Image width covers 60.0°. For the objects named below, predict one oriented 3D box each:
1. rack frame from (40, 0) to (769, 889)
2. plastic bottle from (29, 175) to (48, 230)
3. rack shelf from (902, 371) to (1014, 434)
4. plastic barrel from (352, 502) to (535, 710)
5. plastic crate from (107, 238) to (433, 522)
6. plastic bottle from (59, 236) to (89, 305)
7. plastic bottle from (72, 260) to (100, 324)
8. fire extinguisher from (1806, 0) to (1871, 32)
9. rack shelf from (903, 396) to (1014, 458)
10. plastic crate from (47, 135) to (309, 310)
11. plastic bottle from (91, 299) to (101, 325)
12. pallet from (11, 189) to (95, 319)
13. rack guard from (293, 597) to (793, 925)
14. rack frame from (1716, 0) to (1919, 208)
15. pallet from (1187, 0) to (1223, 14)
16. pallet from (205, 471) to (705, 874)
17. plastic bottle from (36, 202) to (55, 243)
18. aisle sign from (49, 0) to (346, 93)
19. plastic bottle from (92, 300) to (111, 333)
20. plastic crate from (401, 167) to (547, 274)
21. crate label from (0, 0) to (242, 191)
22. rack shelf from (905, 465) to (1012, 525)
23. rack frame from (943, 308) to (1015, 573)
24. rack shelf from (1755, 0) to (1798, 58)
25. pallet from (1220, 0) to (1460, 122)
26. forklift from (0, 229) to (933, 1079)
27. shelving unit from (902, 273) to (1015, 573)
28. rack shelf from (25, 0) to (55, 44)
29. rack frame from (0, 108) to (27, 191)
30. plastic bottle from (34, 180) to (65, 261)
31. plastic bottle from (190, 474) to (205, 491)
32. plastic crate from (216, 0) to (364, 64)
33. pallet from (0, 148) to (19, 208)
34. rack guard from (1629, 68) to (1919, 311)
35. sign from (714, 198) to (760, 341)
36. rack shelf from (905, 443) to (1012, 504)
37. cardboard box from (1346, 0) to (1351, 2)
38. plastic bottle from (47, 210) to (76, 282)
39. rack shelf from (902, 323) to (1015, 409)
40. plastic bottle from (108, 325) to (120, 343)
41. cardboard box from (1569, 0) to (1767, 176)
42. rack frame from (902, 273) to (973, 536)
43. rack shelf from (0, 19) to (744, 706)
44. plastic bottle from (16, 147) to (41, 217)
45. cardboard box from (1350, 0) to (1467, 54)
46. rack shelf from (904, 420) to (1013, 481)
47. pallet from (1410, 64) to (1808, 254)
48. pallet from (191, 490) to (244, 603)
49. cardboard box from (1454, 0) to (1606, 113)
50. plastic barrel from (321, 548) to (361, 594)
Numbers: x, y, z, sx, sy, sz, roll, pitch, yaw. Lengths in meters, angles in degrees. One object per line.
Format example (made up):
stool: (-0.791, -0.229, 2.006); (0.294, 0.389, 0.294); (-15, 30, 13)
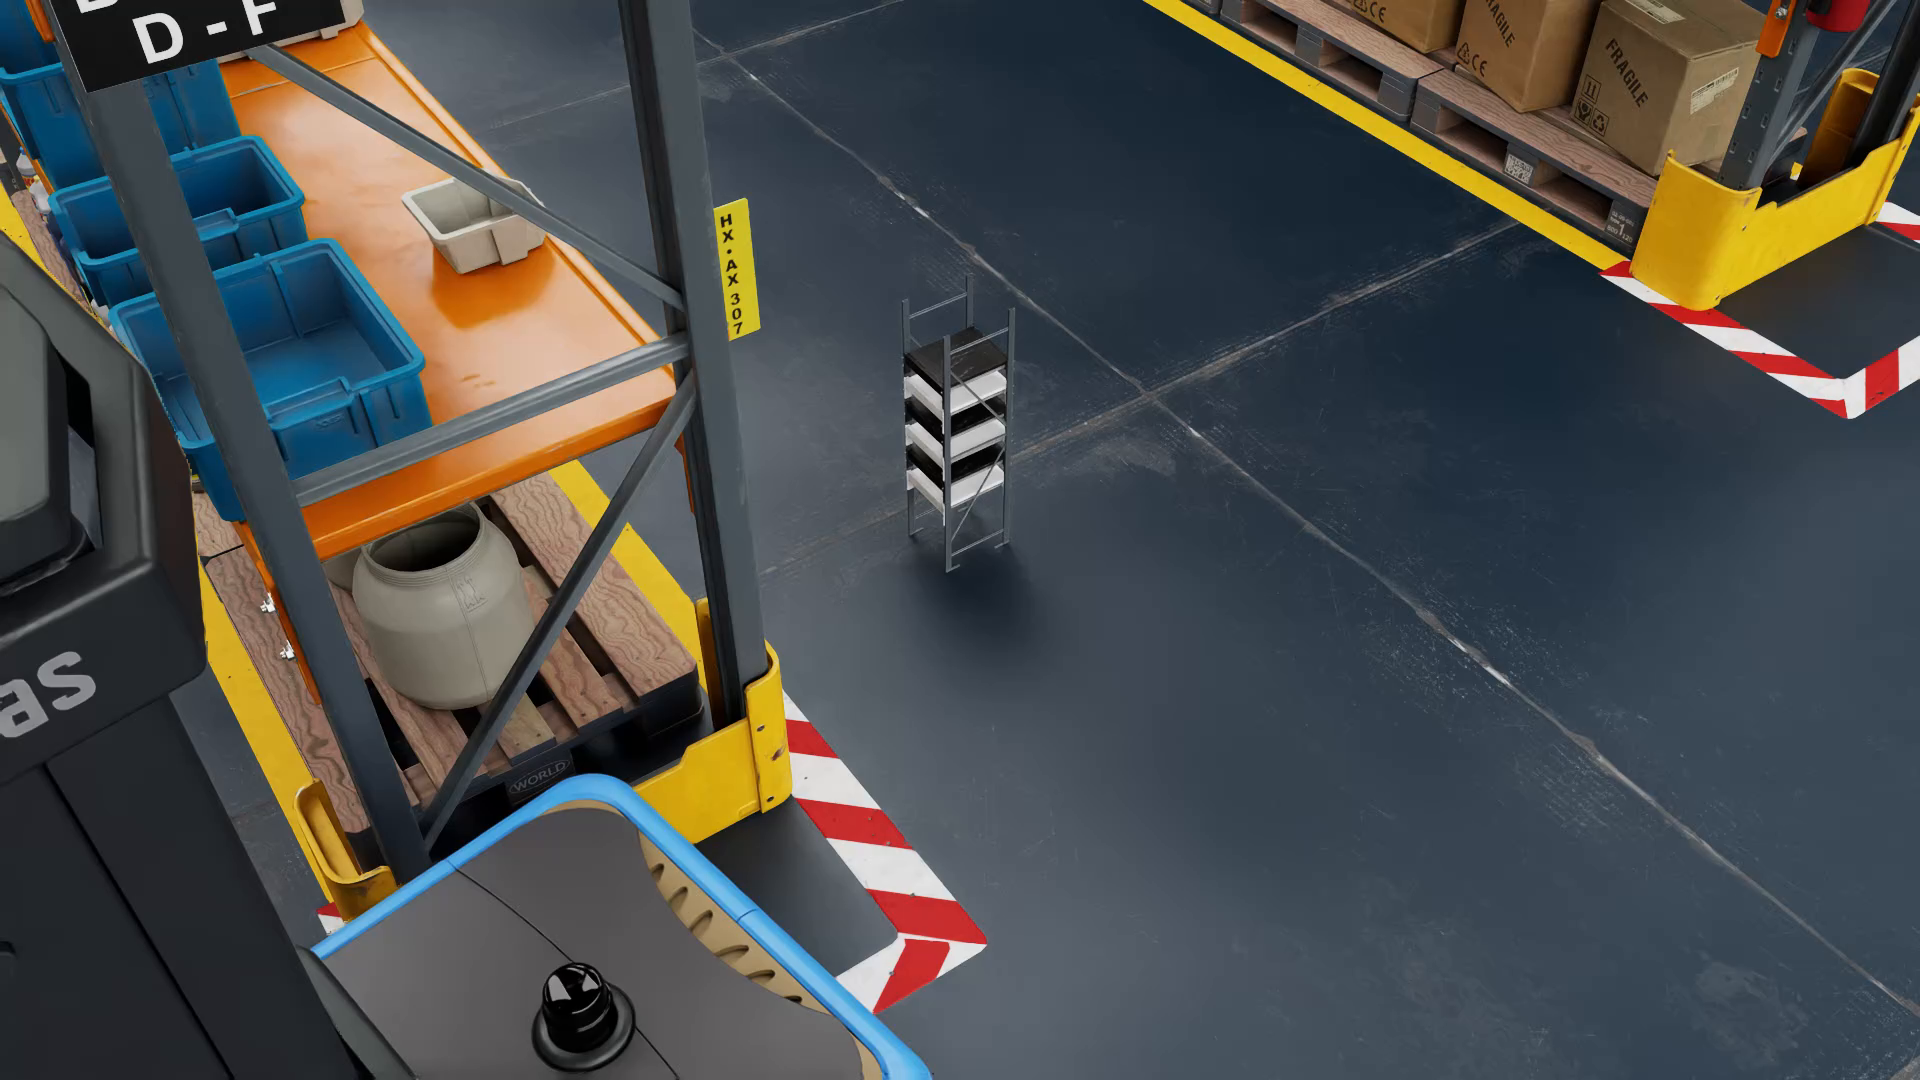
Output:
rack frame: (-0.927, -0.241, 3.330); (1.000, 3.000, 0.127); (-26, 49, -24)
plastic bottle: (-3.334, -1.242, 6.086); (0.097, 0.201, 0.097); (0, 44, 0)
rack shelf: (-0.005, -0.436, 4.843); (0.258, 0.077, 0.200); (-26, 49, -24)
plastic barrel: (-1.366, 0.165, 4.403); (0.421, 0.512, 0.421); (0, 44, 0)
plastic crate: (-1.459, -0.352, 3.554); (0.499, 0.251, 0.616); (-26, 49, -24)
plastic bottle: (-2.986, -0.979, 5.703); (0.144, 0.351, 0.185); (-28, 50, -26)
plastic bottle: (-2.926, -0.845, 5.611); (0.061, 0.283, 0.133); (-24, 48, -23)
fire extinguisher: (2.823, -1.922, 5.147); (0.296, 0.674, 0.183); (-26, 49, -24)
rack shelf: (-0.005, -0.371, 4.905); (0.258, 0.077, 0.200); (-26, 49, -24)
plastic crate: (-1.825, -0.722, 3.942); (0.499, 0.251, 0.408); (-26, 49, -24)
plastic bottle: (-2.843, -0.755, 5.577); (0.097, 0.201, 0.097); (0, 44, 0)
pallet: (-2.865, -1.101, 6.250); (1.003, 0.211, 1.213); (-26, 49, -24)
rack guard: (-1.009, 0.639, 4.219); (1.175, 0.500, 0.348); (-26, 49, -24)
rack frame: (3.136, -2.197, 5.379); (1.000, 3.000, 0.127); (-26, 49, -24)
pallet: (1.260, -3.088, 8.331); (1.003, 0.211, 1.213); (-26, 49, -24)
pallet: (-1.469, 0.281, 4.802); (1.003, 0.211, 1.213); (-26, 49, -24)
plastic bottle: (-3.276, -1.184, 6.026); (0.097, 0.201, 0.097); (0, 44, 0)
aisle sign: (-1.129, -1.023, 2.266); (0.394, 0.787, 0.004); (-26, 49, -24)
plastic bottle: (-2.743, -0.738, 5.451); (0.144, 0.351, 0.185); (-26, 49, -25)
plastic crate: (-1.175, -0.779, 4.085); (0.298, 0.136, 0.250); (-26, 49, -24)
crate label: (-2.202, -1.189, 4.298); (0.502, 0.435, 0.616); (-26, 49, -24)
rack shelf: (-0.005, -0.176, 5.091); (0.258, 0.077, 0.200); (-26, 49, -24)
rack frame: (0.054, -0.273, 4.884); (0.240, 0.900, 0.006); (-26, 49, -24)
rack shelf: (1.991, -3.070, 6.814); (1.077, 0.370, 4.000); (-26, 49, -24)
pallet: (1.962, -2.396, 7.607); (1.003, 0.211, 1.213); (-26, 49, -24)
forklift: (-1.423, 1.100, 1.976); (3.031, 2.935, 1.130); (-34, 53, -31)
shelving unit: (-0.005, -0.330, 4.944); (0.258, 0.900, 0.210); (-26, 49, -24)
rack shelf: (-2.071, -2.198, 3.729); (1.077, 0.370, 4.000); (-26, 49, -24)
rack frame: (-3.215, -2.506, 5.703); (1.000, 3.000, 0.127); (-26, 49, -24)
plastic bottle: (-3.185, -1.154, 5.941); (0.152, 0.276, 0.135); (-24, 49, -23)
plastic bottle: (-2.337, -0.255, 5.052); (0.097, 0.201, 0.097); (0, 44, 0)
plastic crate: (-2.079, -1.591, 4.935); (0.530, 0.136, 0.437); (-26, 49, -24)
pallet: (-3.696, -1.927, 7.116); (1.003, 0.211, 1.213); (-26, 49, -24)
rack guard: (3.092, -1.336, 6.288); (1.175, 0.500, 0.348); (-26, 49, -24)
sign: (-0.473, -0.556, 3.459); (0.100, 0.325, 0.005); (-26, 49, -24)
rack shelf: (-0.005, -0.241, 5.029); (0.258, 0.077, 0.200); (-26, 49, -24)
cardboard box: (1.797, -2.826, 7.544); (0.500, 0.500, 0.500); (-30, 51, -28)
plastic bottle: (-3.094, -1.086, 5.815); (0.144, 0.351, 0.185); (-24, 49, -23)
rack shelf: (-0.005, -0.501, 4.781); (0.258, 0.077, 0.200); (-26, 49, -24)
plastic bottle: (-2.636, -0.633, 5.341); (0.144, 0.351, 0.185); (-24, 49, -23)
cardboard box: (2.792, -1.805, 6.475); (0.500, 0.500, 0.500); (-17, 46, -17)
rack frame: (-0.063, -0.388, 5.004); (0.240, 0.900, 0.006); (-26, 49, -24)
rack shelf: (-2.071, -1.113, 4.765); (1.077, 0.370, 4.000); (-26, 49, -24)
plastic bottle: (-3.392, -1.325, 6.123); (0.097, 0.271, 0.097); (0, 44, 0)
cardboard box: (2.079, -2.492, 7.195); (0.500, 0.500, 0.500); (-21, 48, -21)
rack shelf: (-0.005, -0.306, 4.967); (0.258, 0.077, 0.200); (-26, 49, -24)
pallet: (2.656, -1.706, 6.884); (1.003, 0.211, 1.213); (-26, 49, -24)
pallet: (-2.163, -0.409, 5.526); (1.003, 0.211, 1.213); (-26, 49, -24)
cardboard box: (2.422, -2.130, 6.815); (0.500, 0.500, 0.500); (-14, 45, -14)
plastic barrel: (-1.653, -0.119, 4.700); (0.421, 0.512, 0.421); (0, 44, 0)
